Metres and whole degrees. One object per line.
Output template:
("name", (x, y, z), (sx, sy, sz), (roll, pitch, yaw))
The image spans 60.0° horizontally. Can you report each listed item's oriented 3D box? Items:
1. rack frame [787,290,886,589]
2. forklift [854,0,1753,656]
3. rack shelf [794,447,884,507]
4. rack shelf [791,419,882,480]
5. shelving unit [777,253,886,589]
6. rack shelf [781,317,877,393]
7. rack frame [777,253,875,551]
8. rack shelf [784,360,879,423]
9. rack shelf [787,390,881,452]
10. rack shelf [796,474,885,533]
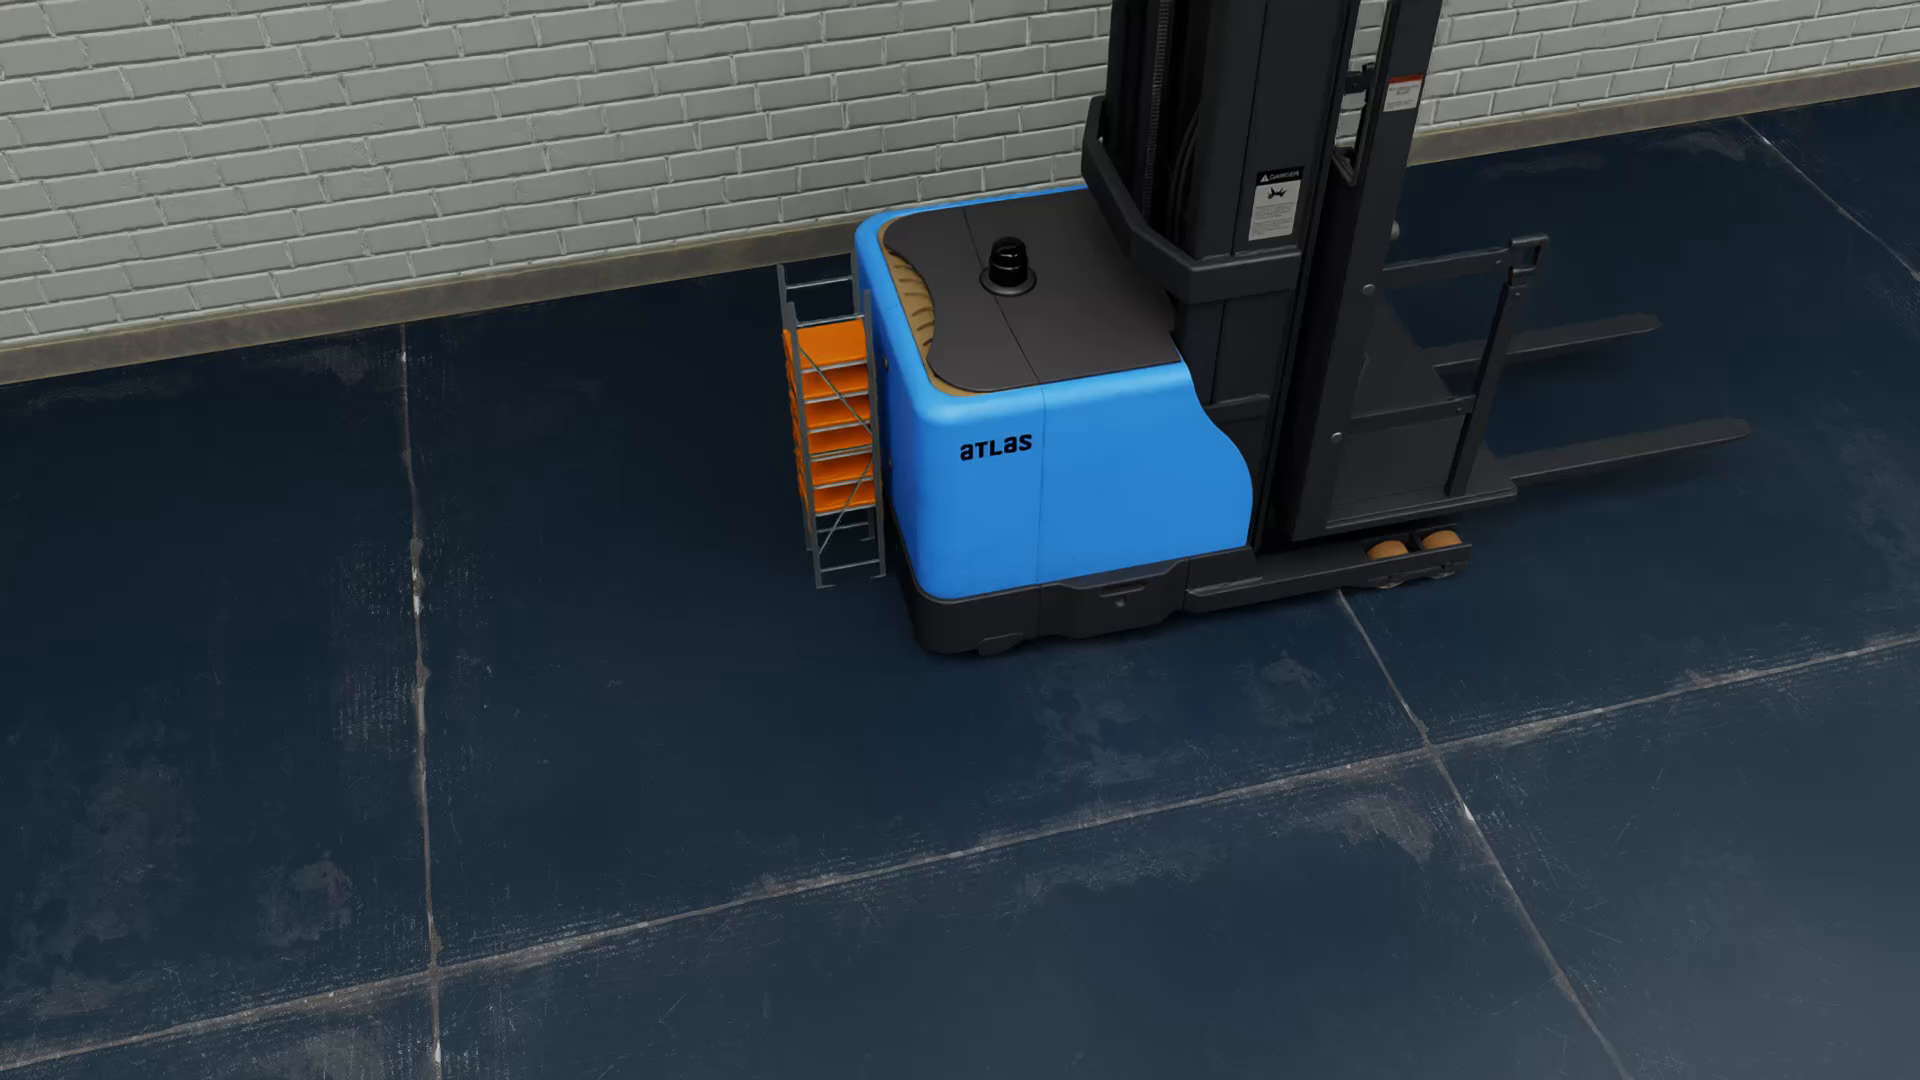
("rack frame", (-0.371, -0.277, 5.179), (0.240, 1.200, 0.006), (-10, 46, -9))
("forklift", (1.227, -1.222, 4.895), (3.031, 2.935, 1.130), (-10, 46, -10))
("rack shelf", (-0.392, -0.225, 5.359), (0.258, 0.103, 0.180), (-10, 46, -9))
("rack shelf", (-0.392, -0.309, 5.273), (0.258, 0.103, 0.180), (-10, 46, -9))
("shelving unit", (-0.393, -0.340, 5.242), (0.258, 1.200, 0.189), (-10, 46, -9))
("rack shelf", (-0.395, -0.560, 5.016), (0.258, 0.103, 0.180), (-10, 46, -9))
("rack frame", (-0.415, -0.403, 5.304), (0.240, 1.200, 0.006), (-10, 46, -9))
("rack shelf", (-0.394, -0.477, 5.102), (0.258, 0.103, 0.180), (-10, 46, -9))
("rack shelf", (-0.393, -0.393, 5.188), (0.258, 0.103, 0.180), (-10, 46, -9))
("rack shelf", (-0.391, -0.141, 5.445), (0.258, 0.103, 0.180), (-10, 46, -9))
